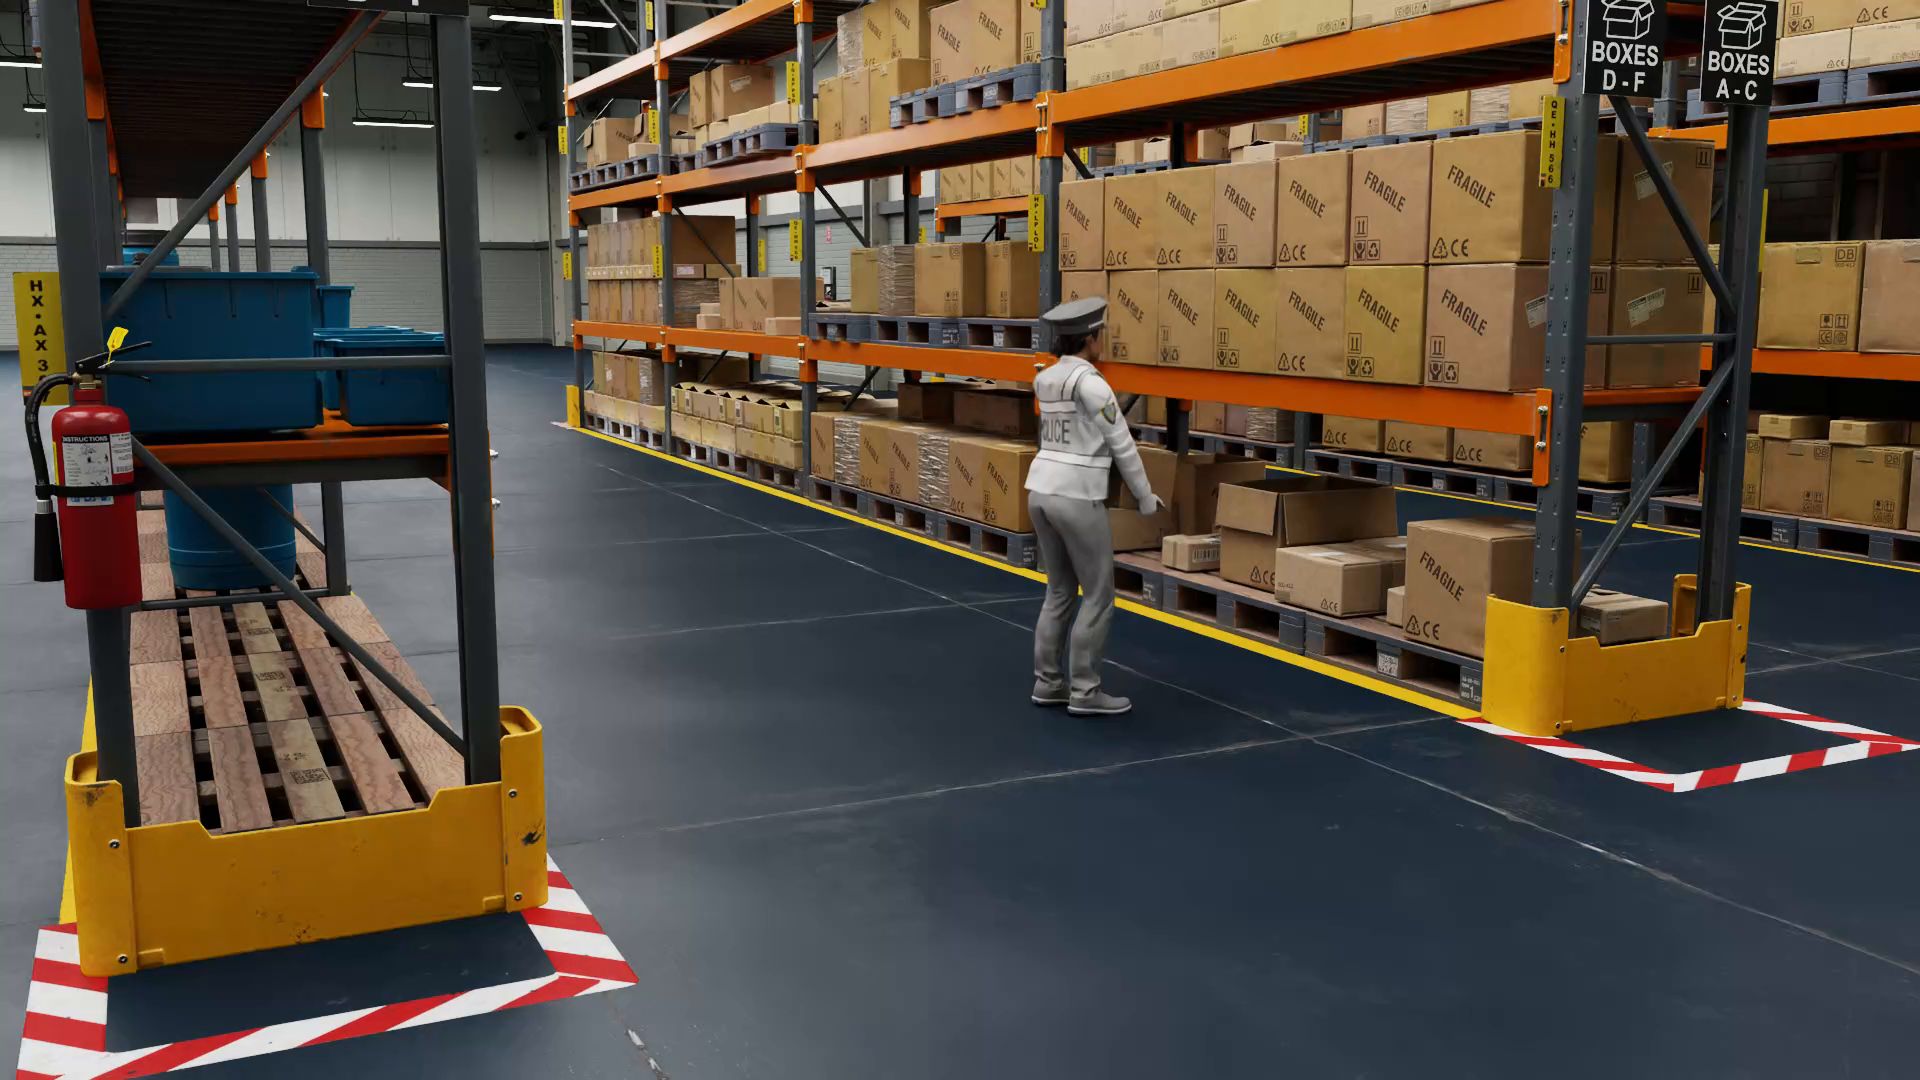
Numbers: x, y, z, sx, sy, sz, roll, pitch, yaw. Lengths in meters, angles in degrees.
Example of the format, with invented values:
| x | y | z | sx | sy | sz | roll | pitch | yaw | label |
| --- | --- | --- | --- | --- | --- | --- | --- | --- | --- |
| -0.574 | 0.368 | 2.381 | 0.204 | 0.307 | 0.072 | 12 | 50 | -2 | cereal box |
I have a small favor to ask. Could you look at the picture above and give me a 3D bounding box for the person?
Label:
| x | y | z | sx | sy | sz | roll | pitch | yaw | label |
| --- | --- | --- | --- | --- | --- | --- | --- | --- | --- |
| 0.527 | -0.140 | 6.739 | 0.528 | 1.682 | 0.416 | -4 | 10 | -27 | person |
